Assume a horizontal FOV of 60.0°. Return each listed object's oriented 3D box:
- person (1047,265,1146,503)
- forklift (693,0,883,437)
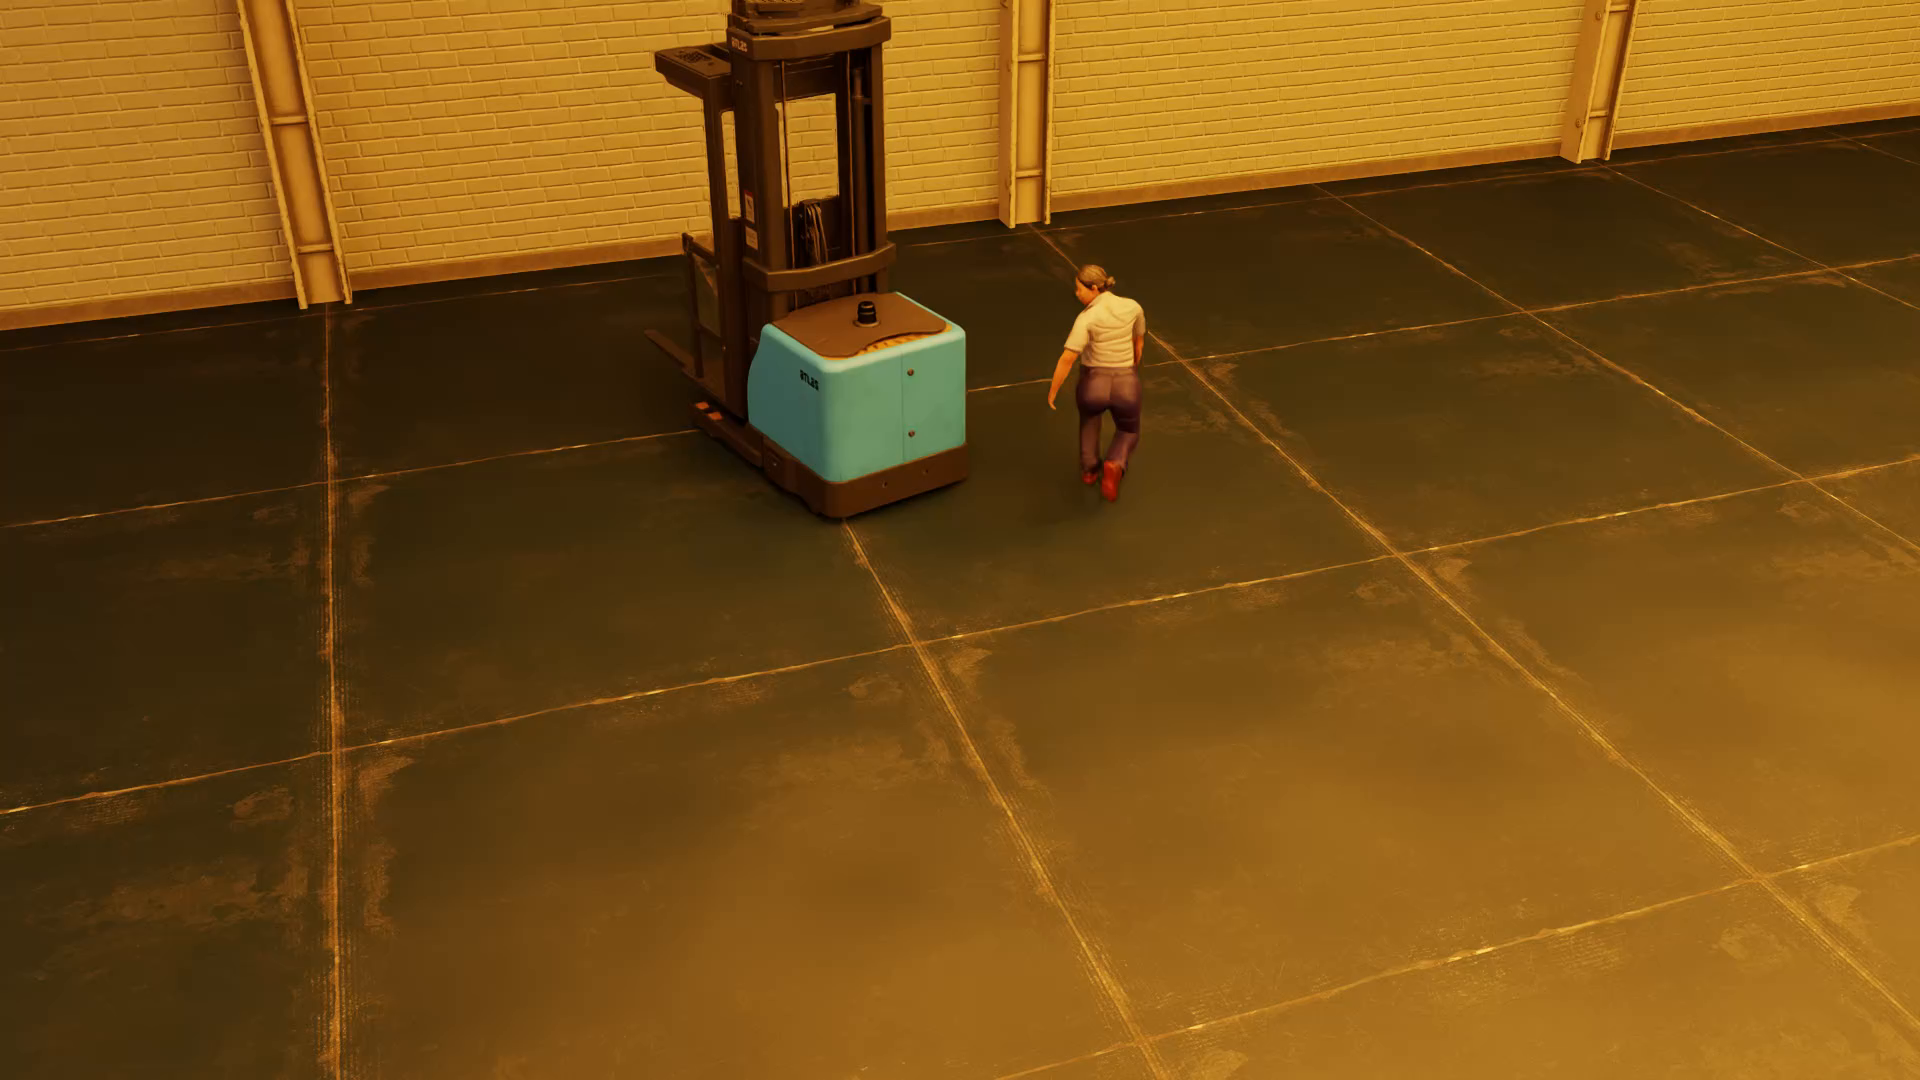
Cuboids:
[{"bbox_3d":[0.855,-0.967,10.308,0.633,1.439,0.682,-2,30,-4],"label":"person"},{"bbox_3d":[-1.195,-2.091,10.721,1.121,2.935,3.031,-19,35,-30],"label":"forklift"}]
